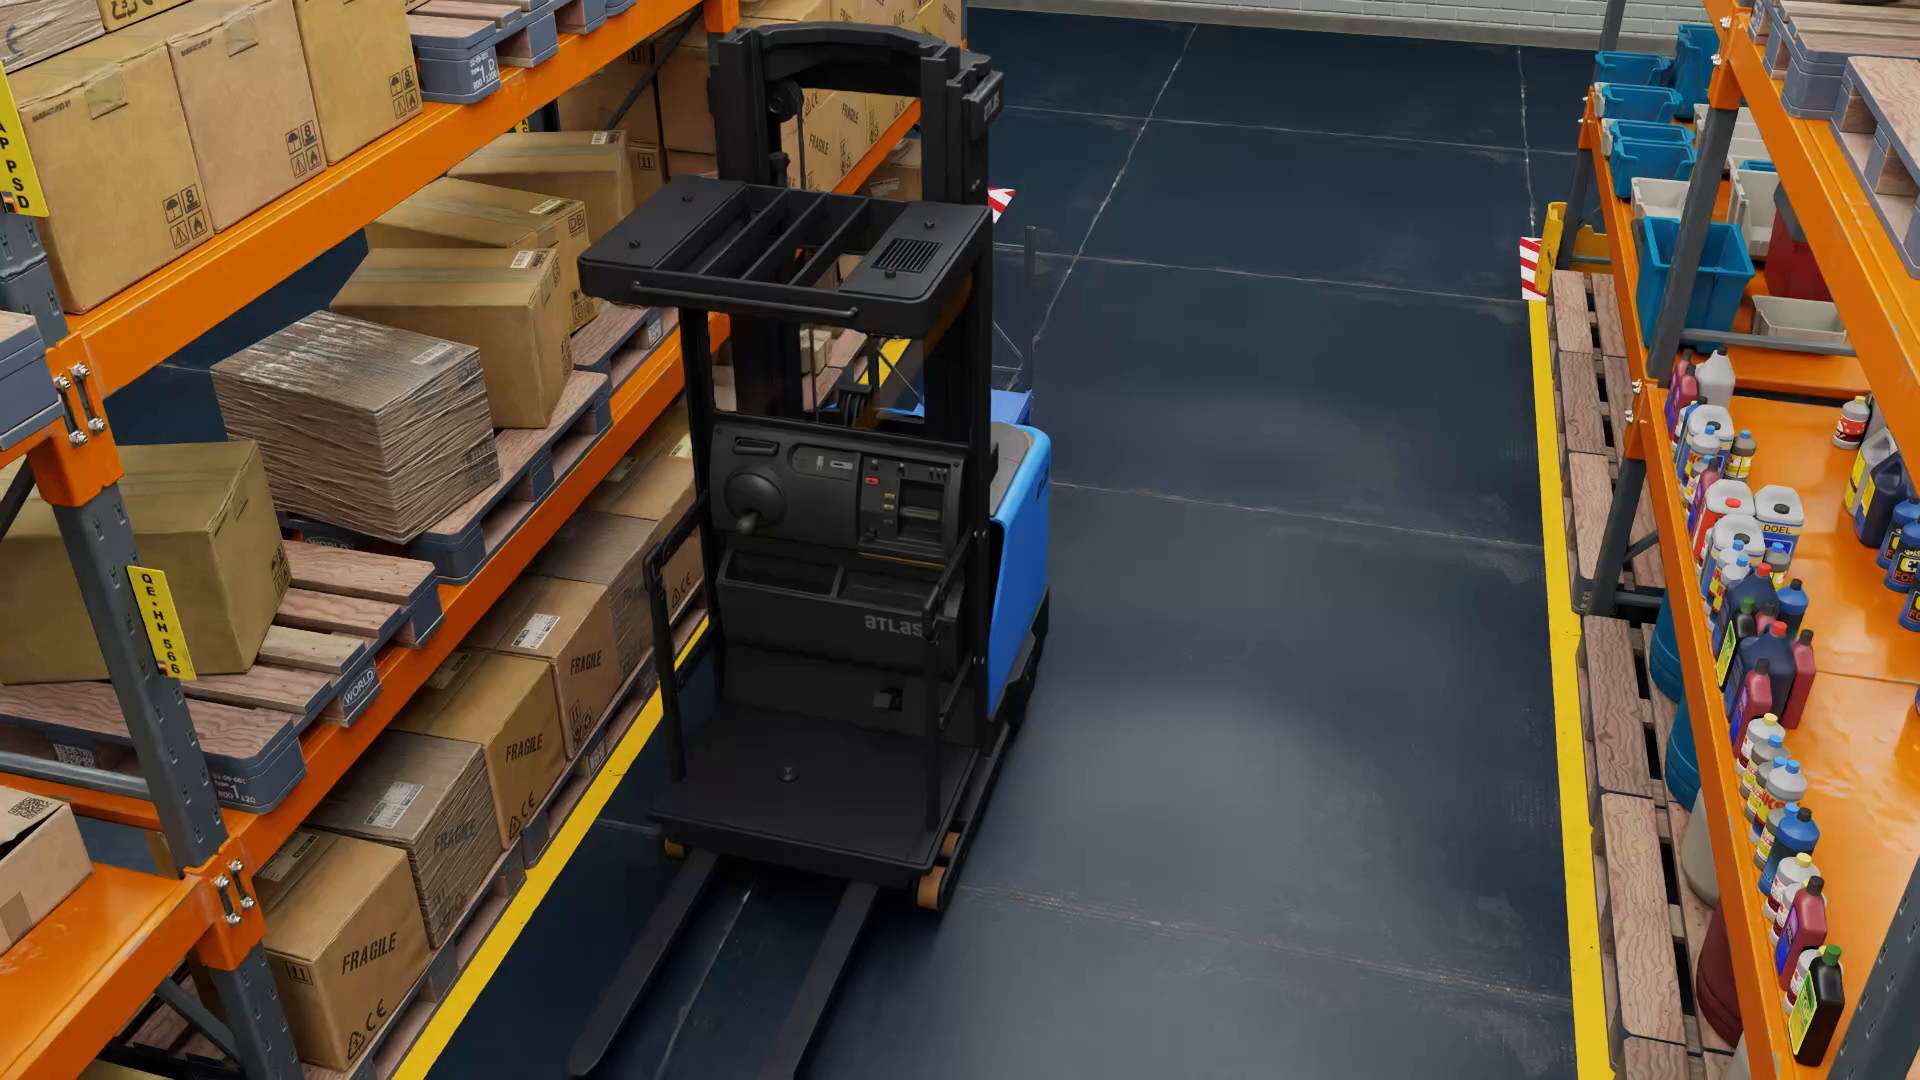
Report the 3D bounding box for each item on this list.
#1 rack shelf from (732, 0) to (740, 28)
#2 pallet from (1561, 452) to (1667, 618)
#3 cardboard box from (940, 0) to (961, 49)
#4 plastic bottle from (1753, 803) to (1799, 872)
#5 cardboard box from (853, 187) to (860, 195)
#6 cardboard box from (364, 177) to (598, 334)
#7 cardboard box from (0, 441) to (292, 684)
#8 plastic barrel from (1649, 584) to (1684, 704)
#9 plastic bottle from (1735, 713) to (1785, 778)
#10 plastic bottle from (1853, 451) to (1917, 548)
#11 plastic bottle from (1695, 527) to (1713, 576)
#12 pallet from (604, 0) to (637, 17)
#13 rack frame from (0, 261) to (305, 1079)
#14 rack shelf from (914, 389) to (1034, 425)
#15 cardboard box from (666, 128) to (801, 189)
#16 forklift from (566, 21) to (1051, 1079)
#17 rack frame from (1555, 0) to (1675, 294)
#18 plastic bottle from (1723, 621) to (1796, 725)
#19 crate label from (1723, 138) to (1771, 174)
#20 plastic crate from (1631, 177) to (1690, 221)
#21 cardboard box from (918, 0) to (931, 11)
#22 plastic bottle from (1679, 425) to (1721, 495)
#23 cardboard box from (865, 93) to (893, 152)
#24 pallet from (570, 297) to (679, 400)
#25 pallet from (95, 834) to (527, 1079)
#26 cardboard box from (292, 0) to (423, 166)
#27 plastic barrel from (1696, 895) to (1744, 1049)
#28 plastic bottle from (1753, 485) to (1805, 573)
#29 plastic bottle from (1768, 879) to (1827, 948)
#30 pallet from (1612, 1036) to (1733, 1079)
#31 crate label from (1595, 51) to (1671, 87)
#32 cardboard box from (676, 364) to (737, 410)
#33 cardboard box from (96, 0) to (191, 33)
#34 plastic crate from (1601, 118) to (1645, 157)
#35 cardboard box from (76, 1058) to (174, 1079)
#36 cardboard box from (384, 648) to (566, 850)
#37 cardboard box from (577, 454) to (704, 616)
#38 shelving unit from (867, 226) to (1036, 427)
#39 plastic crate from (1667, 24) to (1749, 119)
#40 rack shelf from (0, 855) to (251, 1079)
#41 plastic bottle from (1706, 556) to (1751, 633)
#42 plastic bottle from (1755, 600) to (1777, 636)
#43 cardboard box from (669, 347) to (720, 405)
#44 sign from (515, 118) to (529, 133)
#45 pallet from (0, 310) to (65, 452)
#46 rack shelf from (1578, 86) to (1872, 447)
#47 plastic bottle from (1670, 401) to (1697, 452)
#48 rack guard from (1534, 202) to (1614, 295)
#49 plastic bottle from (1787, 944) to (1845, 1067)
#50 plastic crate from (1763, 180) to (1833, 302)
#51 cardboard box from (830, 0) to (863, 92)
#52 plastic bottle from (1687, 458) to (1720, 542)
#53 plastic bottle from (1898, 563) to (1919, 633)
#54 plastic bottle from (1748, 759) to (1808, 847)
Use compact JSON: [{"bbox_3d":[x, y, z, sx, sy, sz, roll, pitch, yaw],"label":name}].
[{"bbox_3d":[-0.958,-3.455,8.764,1.077,0.370,4.000,8,33,12],"label":"rack shelf"},{"bbox_3d":[3.473,0.011,8.036,1.003,0.211,1.213,8,33,12],"label":"pallet"},{"bbox_3d":[-0.301,-3.303,10.557,0.500,0.500,0.500,9,34,14],"label":"cardboard box"},{"bbox_3d":[2.179,0.784,4.406,0.097,0.201,0.097,0,32,0],"label":"plastic bottle"},{"bbox_3d":[-0.890,-2.343,11.387,0.380,0.149,0.250,8,33,12],"label":"cardboard box"},{"bbox_3d":[-1.916,-1.094,6.690,0.700,0.500,0.500,13,35,20],"label":"cardboard box"},{"bbox_3d":[-2.430,0.059,4.876,0.700,0.500,0.500,-3,33,-4],"label":"cardboard box"},{"bbox_3d":[3.170,0.210,6.689,0.600,0.901,0.708,8,33,12],"label":"plastic barrel"},{"bbox_3d":[2.278,0.582,4.724,0.097,0.201,0.097,0,32,0],"label":"plastic bottle"},{"bbox_3d":[3.221,-0.160,5.752,0.144,0.351,0.185,8,33,12],"label":"plastic bottle"},{"bbox_3d":[2.547,0.030,5.591,0.097,0.201,0.097,0,32,0],"label":"plastic bottle"},{"bbox_3d":[-1.699,-2.313,6.471,1.213,0.211,1.003,8,33,12],"label":"pallet"},{"bbox_3d":[-2.481,0.621,4.478,1.000,3.000,0.127,8,33,12],"label":"rack frame"},{"bbox_3d":[-0.022,-0.437,7.874,0.538,0.185,1.000,8,33,12],"label":"rack shelf"},{"bbox_3d":[-1.073,-1.725,8.074,0.500,0.500,0.500,9,34,14],"label":"cardboard box"},{"bbox_3d":[-0.499,-0.114,5.697,1.130,2.935,3.031,9,33,13],"label":"forklift"},{"bbox_3d":[4.339,-2.854,9.944,1.000,3.000,0.127,8,33,12],"label":"rack frame"},{"bbox_3d":[2.370,0.380,4.903,0.144,0.351,0.185,8,33,12],"label":"plastic bottle"},{"bbox_3d":[4.173,-2.024,8.828,0.396,0.136,0.243,8,33,12],"label":"crate label"},{"bbox_3d":[3.475,-1.637,8.219,0.293,0.136,0.466,8,33,12],"label":"plastic crate"},{"bbox_3d":[-0.425,-3.464,9.878,0.500,0.500,0.500,9,34,14],"label":"cardboard box"},{"bbox_3d":[2.689,-0.290,6.030,0.097,0.271,0.097,0,32,0],"label":"plastic bottle"},{"bbox_3d":[-0.690,-2.514,9.316,0.500,0.500,0.500,8,33,12],"label":"cardboard box"},{"bbox_3d":[-1.774,-0.974,7.165,1.003,0.211,1.213,8,33,12],"label":"pallet"},{"bbox_3d":[-2.255,1.415,5.827,1.003,0.211,1.213,8,33,12],"label":"pallet"},{"bbox_3d":[-2.142,-1.453,4.850,0.910,0.500,0.500,8,33,12],"label":"cardboard box"},{"bbox_3d":[2.703,1.295,5.273,0.600,0.588,0.708,8,33,12],"label":"plastic barrel"},{"bbox_3d":[2.750,-0.037,5.628,0.152,0.276,0.135,8,33,12],"label":"plastic bottle"},{"bbox_3d":[2.105,0.936,4.167,0.097,0.201,0.097,0,32,0],"label":"plastic bottle"},{"bbox_3d":[2.469,2.059,4.814,1.003,0.211,1.213,8,33,12],"label":"pallet"},{"bbox_3d":[3.958,-2.726,9.842,0.416,0.233,0.303,8,33,12],"label":"crate label"},{"bbox_3d":[-1.150,-0.694,8.643,0.500,0.311,0.500,8,33,12],"label":"cardboard box"},{"bbox_3d":[-2.235,-1.600,4.149,0.500,0.500,0.500,8,33,12],"label":"cardboard box"},{"bbox_3d":[3.625,-2.178,9.070,0.250,0.136,0.298,8,33,12],"label":"plastic crate"},{"bbox_3d":[-2.376,1.672,4.472,0.500,0.311,0.500,9,34,14],"label":"cardboard box"},{"bbox_3d":[-1.830,0.761,6.178,0.500,0.500,0.500,8,33,12],"label":"cardboard box"},{"bbox_3d":[-1.448,-0.035,7.430,0.500,0.500,0.500,8,33,13],"label":"cardboard box"},{"bbox_3d":[-0.022,-0.589,7.778,0.538,1.500,1.048,8,33,12],"label":"shelving unit"},{"bbox_3d":[4.435,-2.695,9.605,0.616,0.435,0.499,8,33,12],"label":"plastic crate"},{"bbox_3d":[-2.989,1.962,3.038,1.077,0.370,4.000,8,33,12],"label":"rack shelf"},{"bbox_3d":[2.464,0.172,5.304,0.097,0.271,0.097,0,32,0],"label":"plastic bottle"},{"bbox_3d":[2.429,0.328,5.046,0.061,0.283,0.133,8,33,12],"label":"plastic bottle"},{"bbox_3d":[-1.596,-0.920,8.821,0.500,0.500,0.500,8,33,12],"label":"cardboard box"},{"bbox_3d":[-1.993,-1.890,7.621,0.100,0.325,0.005,8,33,12],"label":"sign"},{"bbox_3d":[-2.567,-0.201,3.151,1.213,0.211,1.003,10,34,15],"label":"pallet"},{"bbox_3d":[3.832,-1.513,8.505,1.077,0.370,4.000,8,33,12],"label":"rack shelf"},{"bbox_3d":[2.773,-0.431,6.317,0.097,0.201,0.097,0,32,0],"label":"plastic bottle"},{"bbox_3d":[4.333,-1.814,10.637,1.175,0.500,0.348,8,33,12],"label":"rack guard"},{"bbox_3d":[1.999,1.078,3.867,0.061,0.283,0.133,8,33,12],"label":"plastic bottle"},{"bbox_3d":[3.793,-1.260,7.321,0.402,0.464,0.583,8,33,12],"label":"plastic crate"},{"bbox_3d":[-0.813,-2.660,8.613,0.500,0.500,0.500,7,33,11],"label":"cardboard box"},{"bbox_3d":[2.593,-0.136,5.777,0.061,0.283,0.133,8,33,12],"label":"plastic bottle"},{"bbox_3d":[3.098,0.158,5.325,0.097,0.271,0.097,0,32,0],"label":"plastic bottle"},{"bbox_3d":[2.203,0.704,4.466,0.097,0.271,0.097,0,32,0],"label":"plastic bottle"}]
